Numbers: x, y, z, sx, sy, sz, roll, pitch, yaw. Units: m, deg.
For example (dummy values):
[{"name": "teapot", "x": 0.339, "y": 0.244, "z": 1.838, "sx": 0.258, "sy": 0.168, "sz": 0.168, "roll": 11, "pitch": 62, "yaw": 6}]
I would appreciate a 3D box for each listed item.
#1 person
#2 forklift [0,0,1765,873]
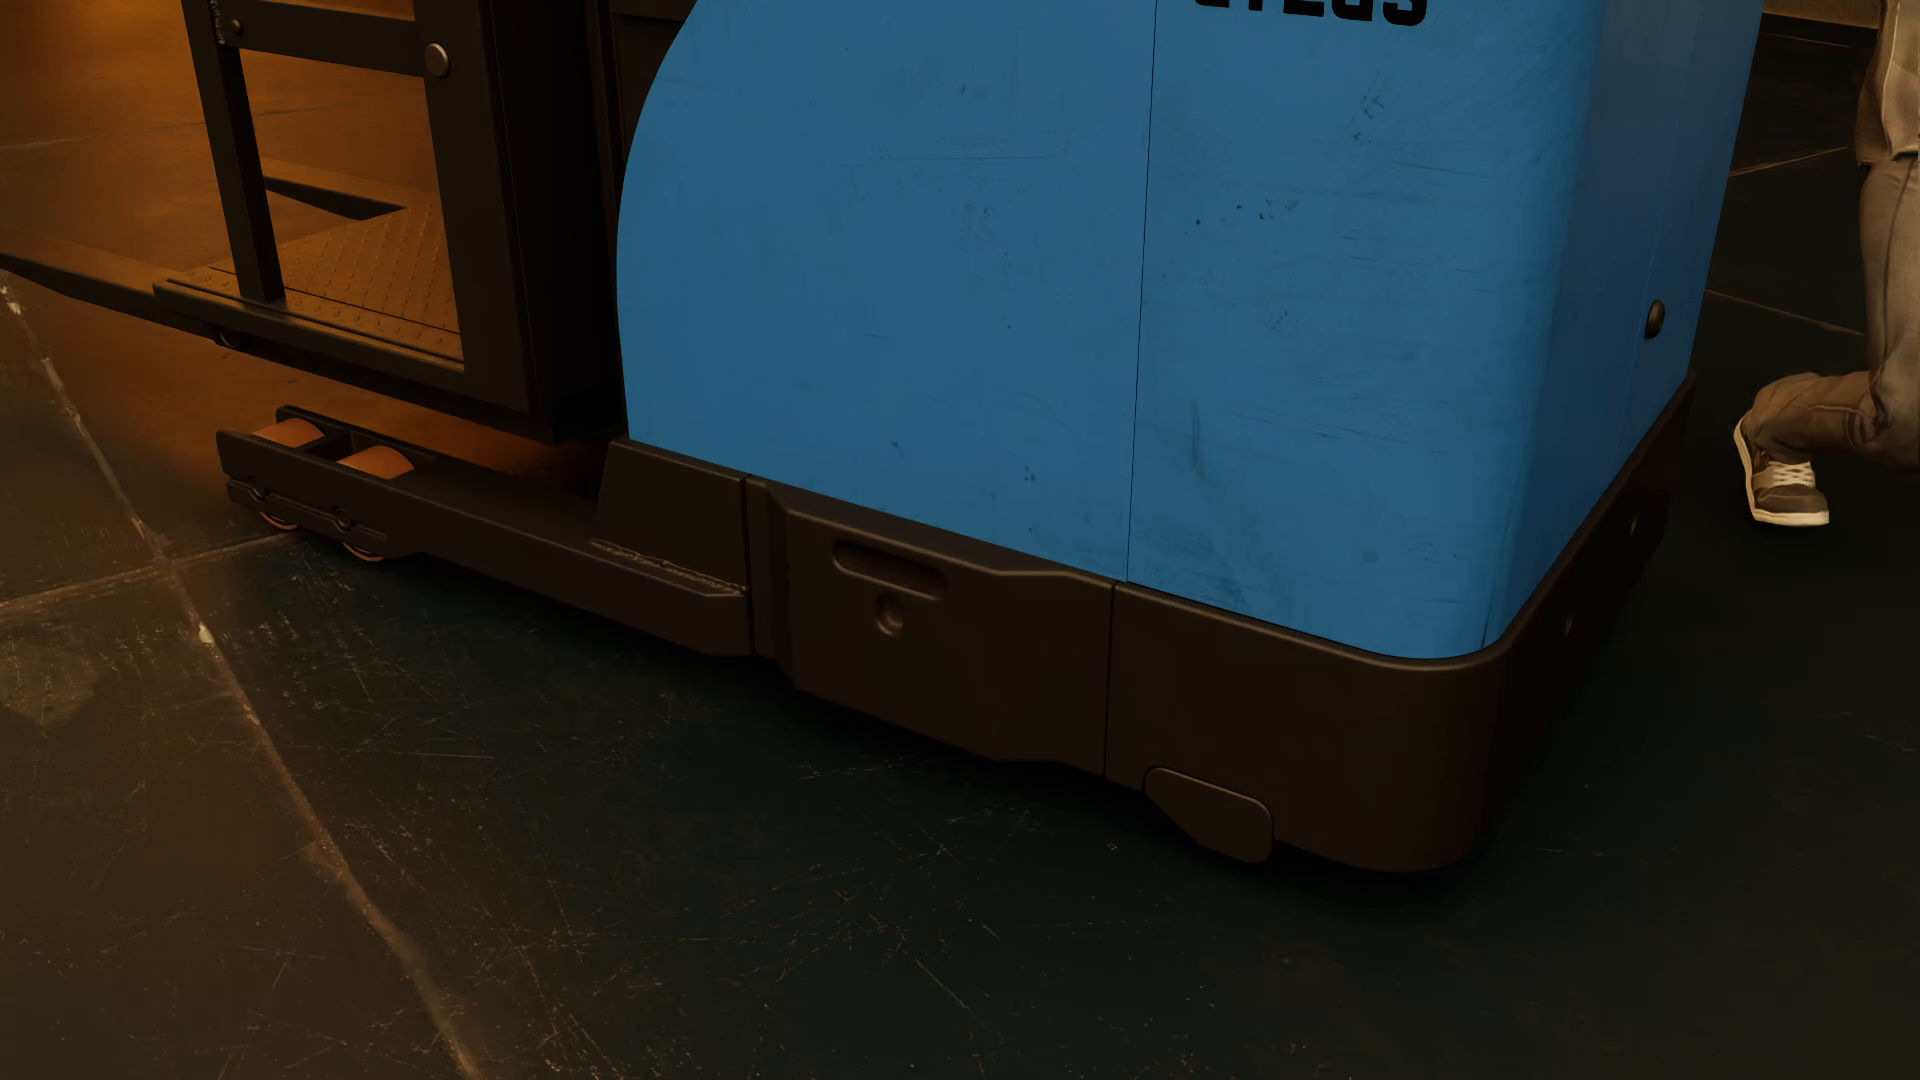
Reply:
[{"name": "person", "x": 1.557, "y": -0.649, "z": 2.151, "sx": 0.947, "sy": 1.497, "sz": 0.737, "roll": -9, "pitch": 28, "yaw": -17}, {"name": "forklift", "x": -0.511, "y": -1.459, "z": 2.139, "sx": 3.031, "sy": 2.935, "sz": 1.130, "roll": 16, "pitch": 31, "yaw": 29}]
